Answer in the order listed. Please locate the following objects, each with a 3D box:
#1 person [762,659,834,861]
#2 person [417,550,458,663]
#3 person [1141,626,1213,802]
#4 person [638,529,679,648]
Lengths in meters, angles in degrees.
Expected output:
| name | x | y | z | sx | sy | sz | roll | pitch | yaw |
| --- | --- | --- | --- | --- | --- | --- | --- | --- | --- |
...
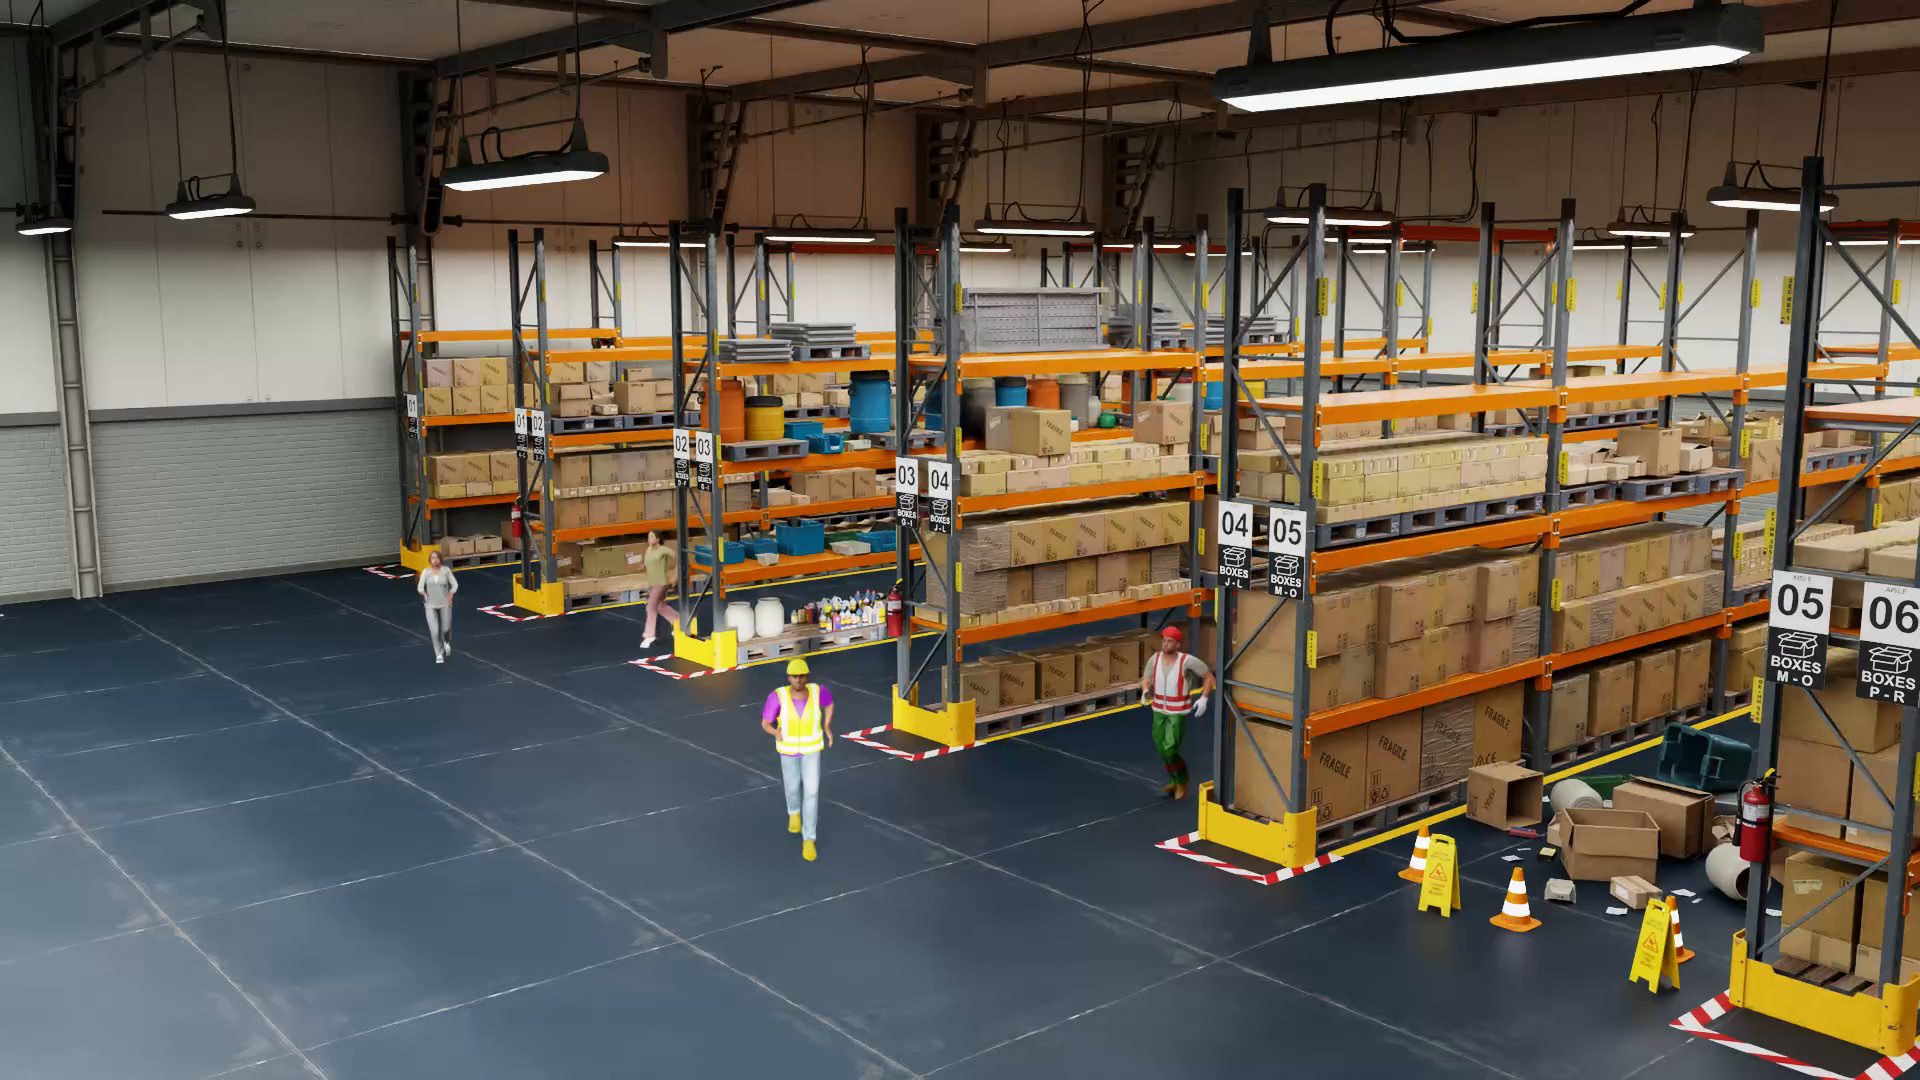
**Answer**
| name | x | y | z | sx | sy | sz | roll | pitch | yaw |
| --- | --- | --- | --- | --- | --- | --- | --- | --- | --- |
| person | -1.488 | 1.944 | 15.299 | 0.651 | 1.777 | 0.951 | 0 | 9 | -3 |
| person | -7.139 | 0.925 | 22.747 | 0.530 | 1.534 | 0.551 | -2 | 9 | -16 |
| person | 2.109 | 1.752 | 16.654 | 0.693 | 1.789 | 0.674 | 6 | 11 | 35 |
| person | -4.345 | 0.665 | 24.066 | 0.601 | 1.691 | 0.925 | 8 | 12 | 41 |
